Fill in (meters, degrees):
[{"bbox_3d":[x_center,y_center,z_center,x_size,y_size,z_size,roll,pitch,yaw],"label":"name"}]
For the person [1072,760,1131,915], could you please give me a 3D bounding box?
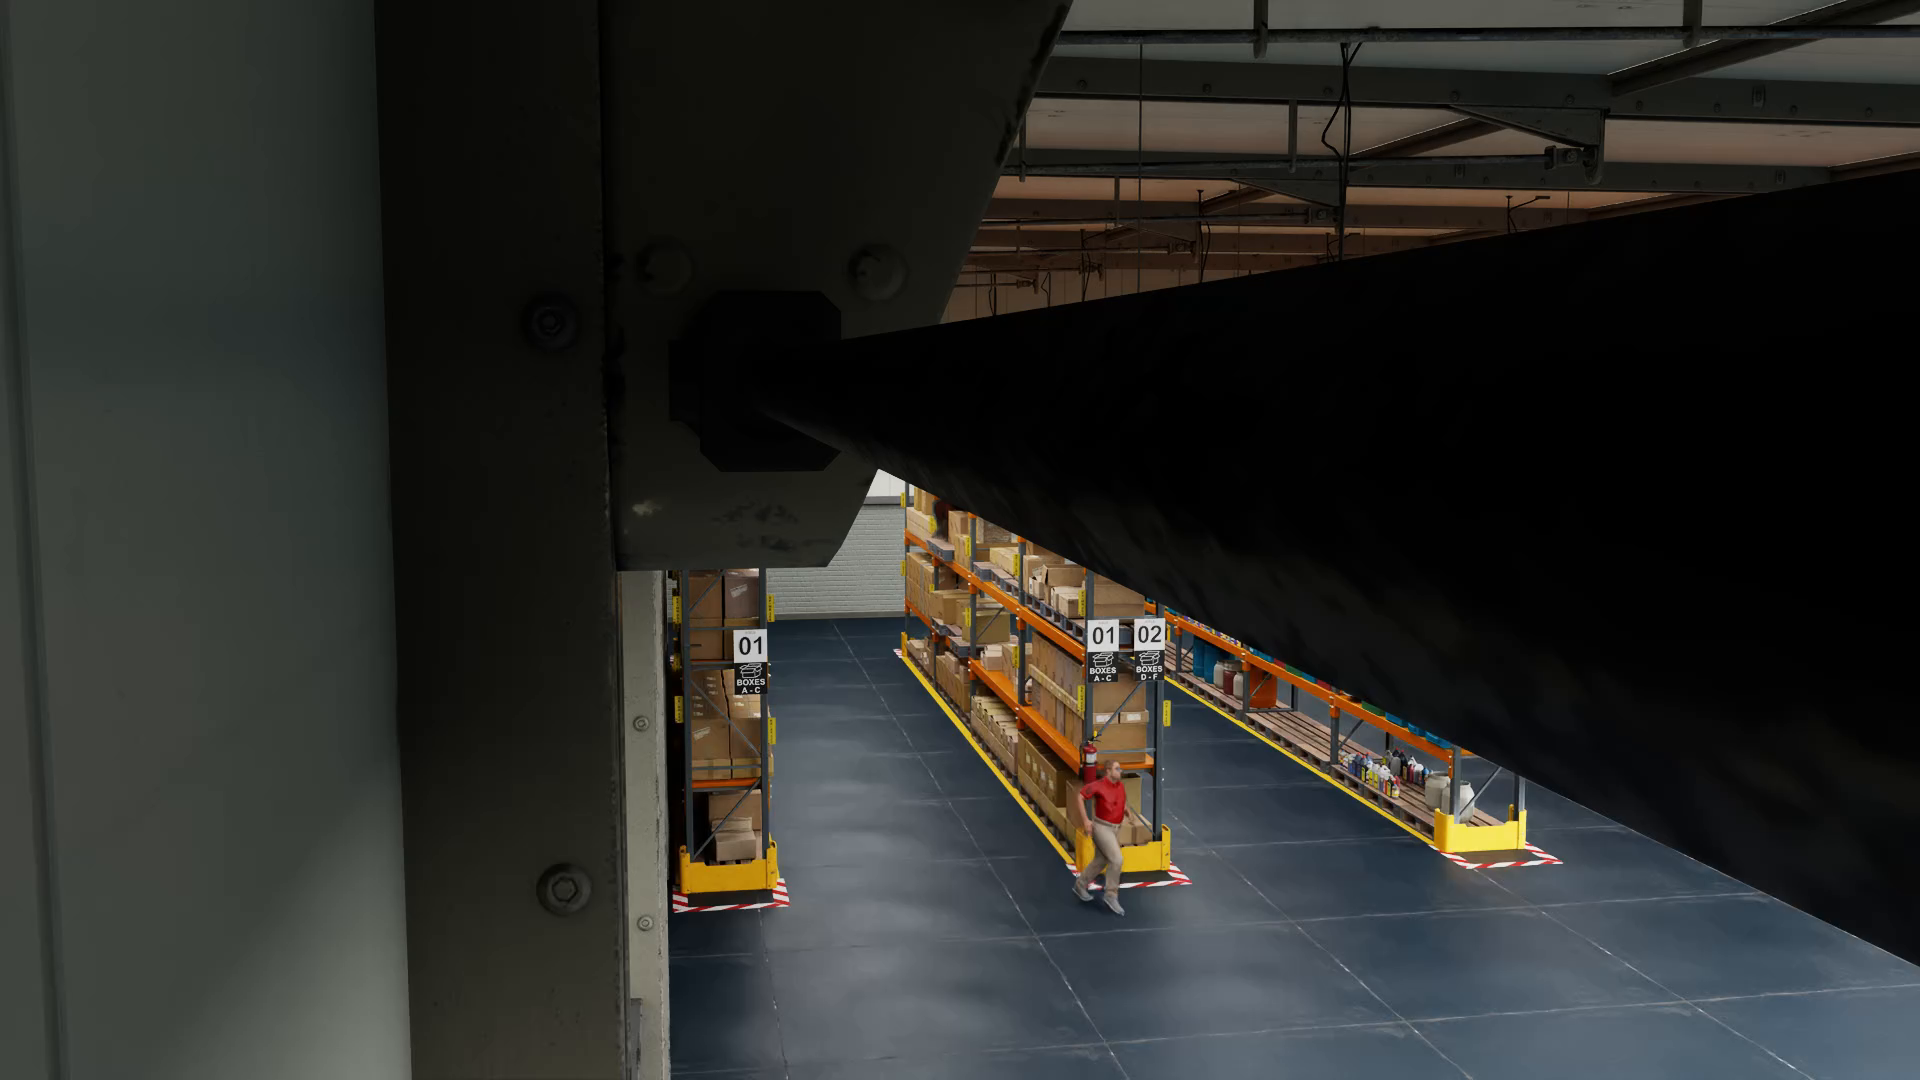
[{"bbox_3d":[1.731,3.458,19.654,0.793,1.729,0.677,4,7,35],"label":"person"}]
